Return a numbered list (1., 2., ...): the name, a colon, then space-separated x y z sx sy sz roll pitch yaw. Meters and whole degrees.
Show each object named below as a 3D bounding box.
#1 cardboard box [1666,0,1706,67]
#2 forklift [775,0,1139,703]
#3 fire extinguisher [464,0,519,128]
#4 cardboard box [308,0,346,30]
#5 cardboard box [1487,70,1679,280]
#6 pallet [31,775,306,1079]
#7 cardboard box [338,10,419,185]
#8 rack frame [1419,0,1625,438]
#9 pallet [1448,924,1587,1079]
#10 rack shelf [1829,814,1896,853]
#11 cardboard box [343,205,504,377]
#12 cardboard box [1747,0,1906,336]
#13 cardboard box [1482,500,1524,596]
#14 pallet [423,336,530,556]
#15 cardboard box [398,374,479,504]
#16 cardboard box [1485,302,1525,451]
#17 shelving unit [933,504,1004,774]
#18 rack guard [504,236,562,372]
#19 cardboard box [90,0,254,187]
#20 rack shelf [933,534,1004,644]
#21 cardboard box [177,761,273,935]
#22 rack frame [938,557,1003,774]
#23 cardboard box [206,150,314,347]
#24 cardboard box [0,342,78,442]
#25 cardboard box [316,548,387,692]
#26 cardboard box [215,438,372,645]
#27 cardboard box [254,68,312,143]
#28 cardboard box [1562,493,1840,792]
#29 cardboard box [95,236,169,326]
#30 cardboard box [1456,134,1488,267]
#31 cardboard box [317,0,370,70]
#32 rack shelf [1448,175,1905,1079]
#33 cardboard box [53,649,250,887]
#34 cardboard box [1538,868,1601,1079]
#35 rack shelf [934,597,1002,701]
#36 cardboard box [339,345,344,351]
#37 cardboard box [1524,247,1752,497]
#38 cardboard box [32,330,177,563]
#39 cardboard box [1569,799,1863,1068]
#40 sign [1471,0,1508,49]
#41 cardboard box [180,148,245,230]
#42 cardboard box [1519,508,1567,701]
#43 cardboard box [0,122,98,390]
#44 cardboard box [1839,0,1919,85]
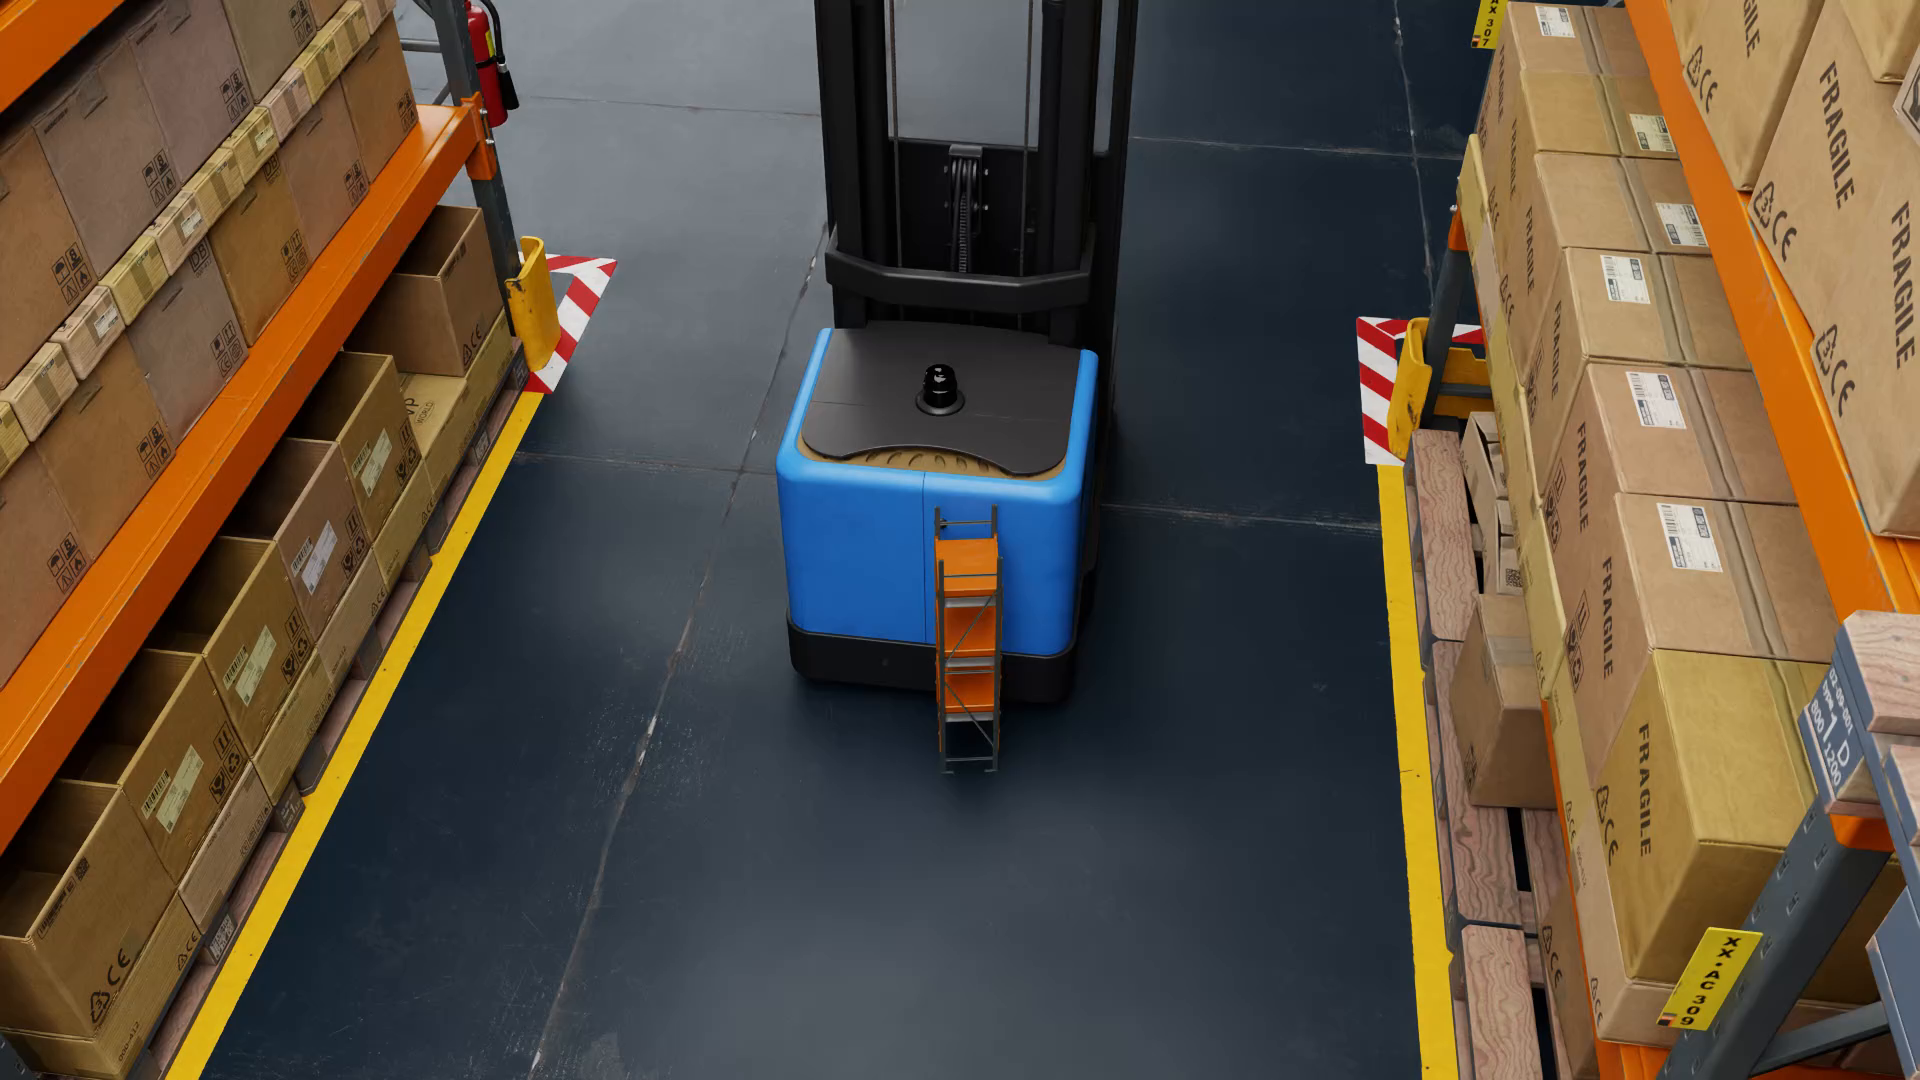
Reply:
1. cardboard box: 1.942 -1.395 3.773 0.500 0.500 0.500 8 44 8
2. forklift: 0.087 -1.493 6.195 1.130 2.935 3.031 5 44 6
3. fire extinguisher: -1.980 -2.010 6.747 0.296 0.674 0.183 5 44 6
4. cardboard box: -2.538 -2.154 5.827 0.700 0.500 0.500 5 44 6
5. cardboard box: 2.018 -1.143 5.325 0.500 0.500 0.500 5 44 6
6. pallet: -2.839 1.201 5.328 1.003 0.211 1.213 5 44 6
7. cardboard box: -2.531 -1.719 6.311 0.700 0.500 0.500 5 44 6
8. rack frame: 2.454 -1.552 6.207 1.000 3.000 0.127 5 44 6
9. pallet: 1.979 1.726 4.774 1.003 0.211 1.213 5 44 6
10. rack shelf: 1.661 1.709 1.105 1.077 0.370 4.000 5 44 6
11. cardboard box: -2.232 -1.033 6.809 0.500 0.500 0.500 5 44 6
12. cardboard box: 1.827 -0.669 3.006 0.500 0.500 0.500 2 43 2
13. cardboard box: 2.198 0.117 6.081 0.500 0.311 0.500 9 44 9
14. pallet: -2.516 -0.462 7.084 1.003 0.211 1.213 5 44 6
15. cardboard box: -2.289 -0.419 6.706 0.500 0.250 0.500 5 44 6
16. cardboard box: 1.947 -0.499 5.190 0.500 0.250 0.500 5 44 5
17. shelving unit: 0.026 0.356 5.610 0.215 1.050 0.252 -2 43 -2
18. rack guard: -2.453 -1.108 7.557 1.175 0.500 0.348 5 44 6
19. cardboard box: -2.668 -1.451 5.085 0.700 0.500 0.500 5 44 6
20. rack shelf: 0.026 0.158 5.422 0.215 0.259 0.240 -2 43 -2
21. cardboard box: -2.552 0.944 5.266 0.500 0.250 0.500 5 44 6
22. rack frame: 0.032 0.440 5.522 0.200 1.050 0.008 -2 43 -2
23. cardboard box: -2.667 -1.023 5.576 0.700 0.500 0.500 6 44 6
24. cardboard box: -2.624 -0.407 4.454 0.380 0.149 0.250 4 44 4
25. cardboard box: -2.421 0.262 5.986 0.500 0.250 0.500 5 44 6
26. cardboard box: -2.417 -0.010 5.728 0.500 0.500 0.500 5 44 6
27. cardboard box: -2.420 -1.470 5.576 0.380 0.149 0.250 6 44 6
28. cardboard box: 1.742 0.258 3.845 0.500 0.500 0.500 5 44 5
29. cardboard box: -2.556 -0.767 4.834 0.380 0.149 0.250 5 44 5
30. cardboard box: 2.075 -1.201 5.931 0.500 0.250 0.500 4 44 4
31. cardboard box: -2.351 -1.815 5.941 0.380 0.149 0.250 6 44 7
32. rack shelf: 2.190 0.072 5.015 1.077 0.370 4.000 5 44 6
33. cardboard box: -2.555 0.671 5.009 0.500 0.500 0.500 5 44 6
34. cardboard box: 2.023 1.211 4.787 0.500 0.500 0.500 2 43 2
35. rack shelf: 0.026 0.364 5.618 0.215 0.259 0.240 -2 43 -2
36. cardboard box: -2.748 -0.808 7.116 0.500 0.250 0.500 5 44 6
37. cardboard box: 1.887 -0.438 4.581 0.500 0.500 0.500 6 44 7
38. cardboard box: -2.799 -0.314 4.828 0.700 0.500 0.500 6 44 6
39. cardboard box: 1.688 0.871 3.743 0.500 0.250 0.500 5 44 6
40. sign: 1.916 -1.915 5.962 0.100 0.325 0.005 5 44 6
41. cardboard box: -2.488 -1.111 5.197 0.380 0.149 0.250 6 44 7
42. cardboard box: 1.813 0.188 4.464 0.500 0.250 0.500 5 44 5
43. cardboard box: -2.800 -0.770 4.365 0.700 0.500 0.500 5 44 5
44. cardboard box: 1.785 -1.064 2.696 0.500 0.500 0.500 7 44 8
